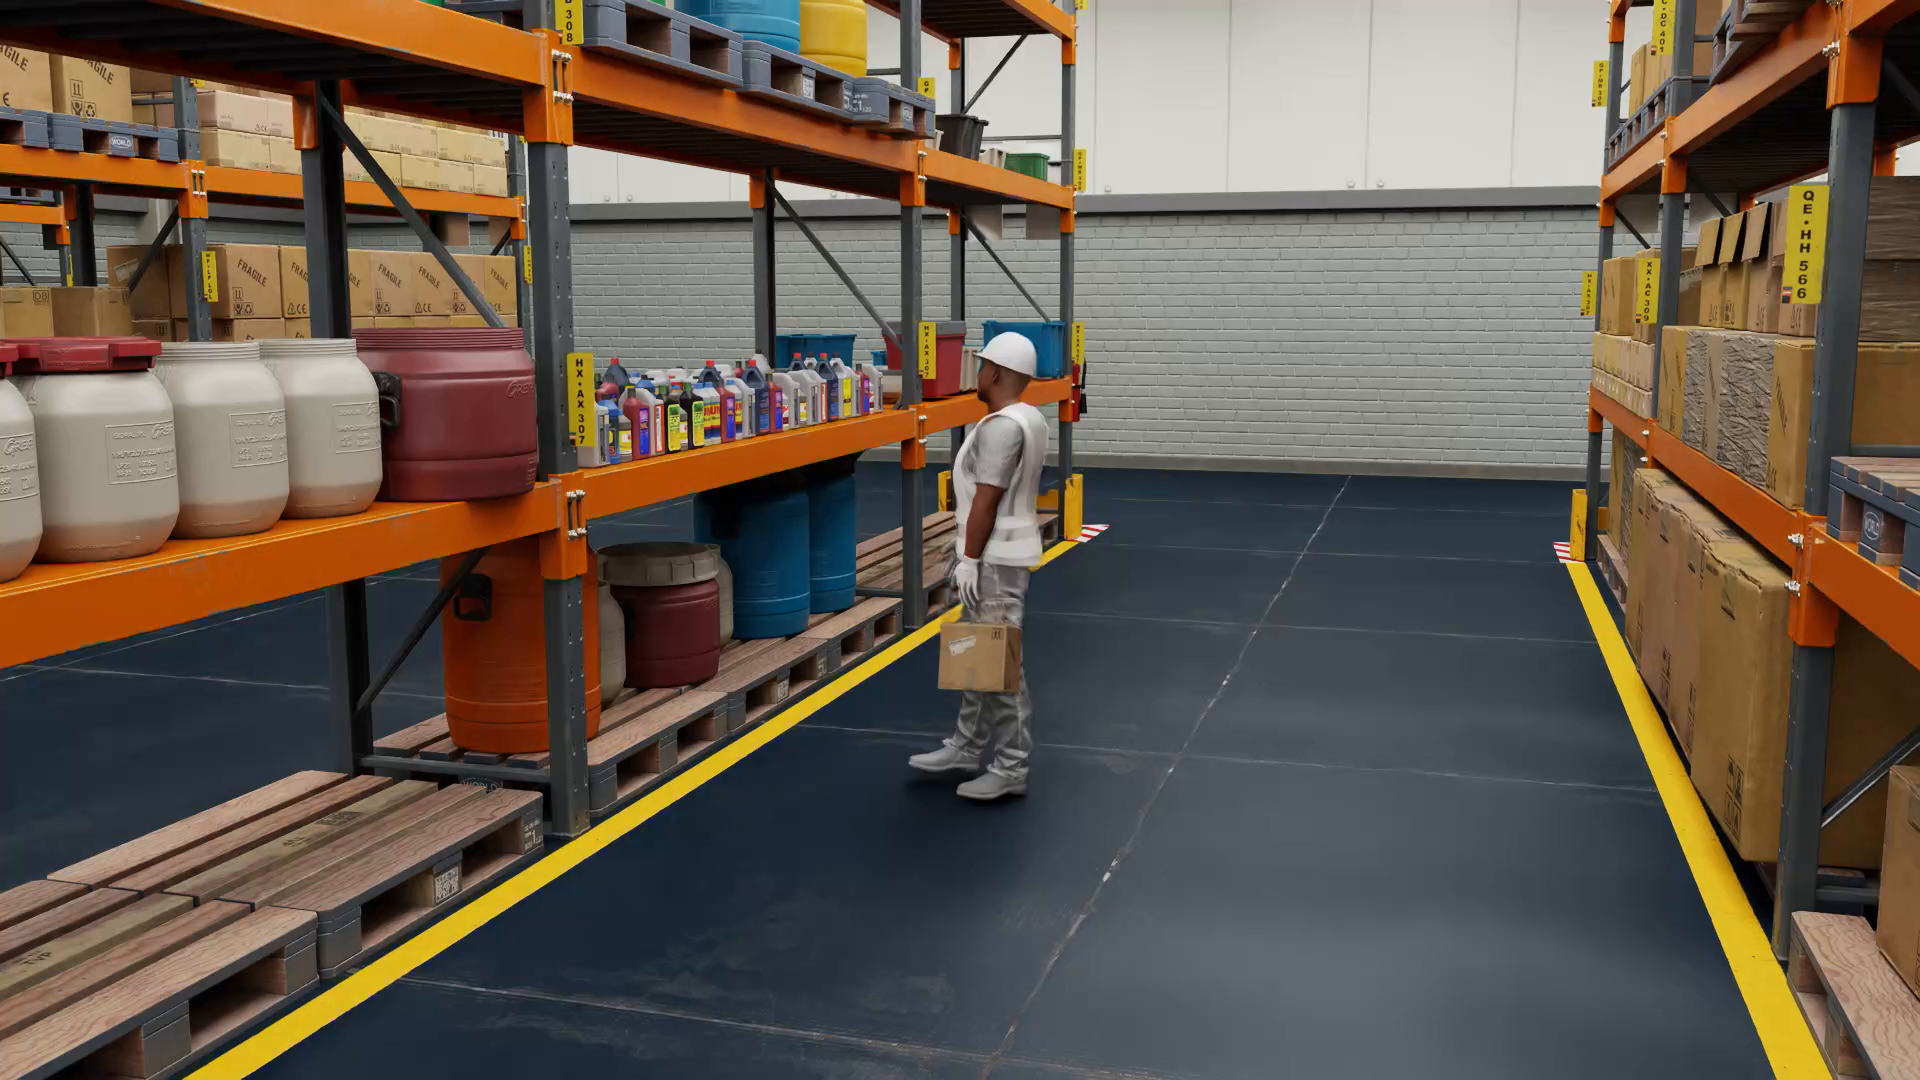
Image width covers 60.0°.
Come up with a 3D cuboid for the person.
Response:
[{"bbox_3d":[0.113,0.063,6.478,0.437,1.732,0.549,1,8,6],"label":"person"}]
